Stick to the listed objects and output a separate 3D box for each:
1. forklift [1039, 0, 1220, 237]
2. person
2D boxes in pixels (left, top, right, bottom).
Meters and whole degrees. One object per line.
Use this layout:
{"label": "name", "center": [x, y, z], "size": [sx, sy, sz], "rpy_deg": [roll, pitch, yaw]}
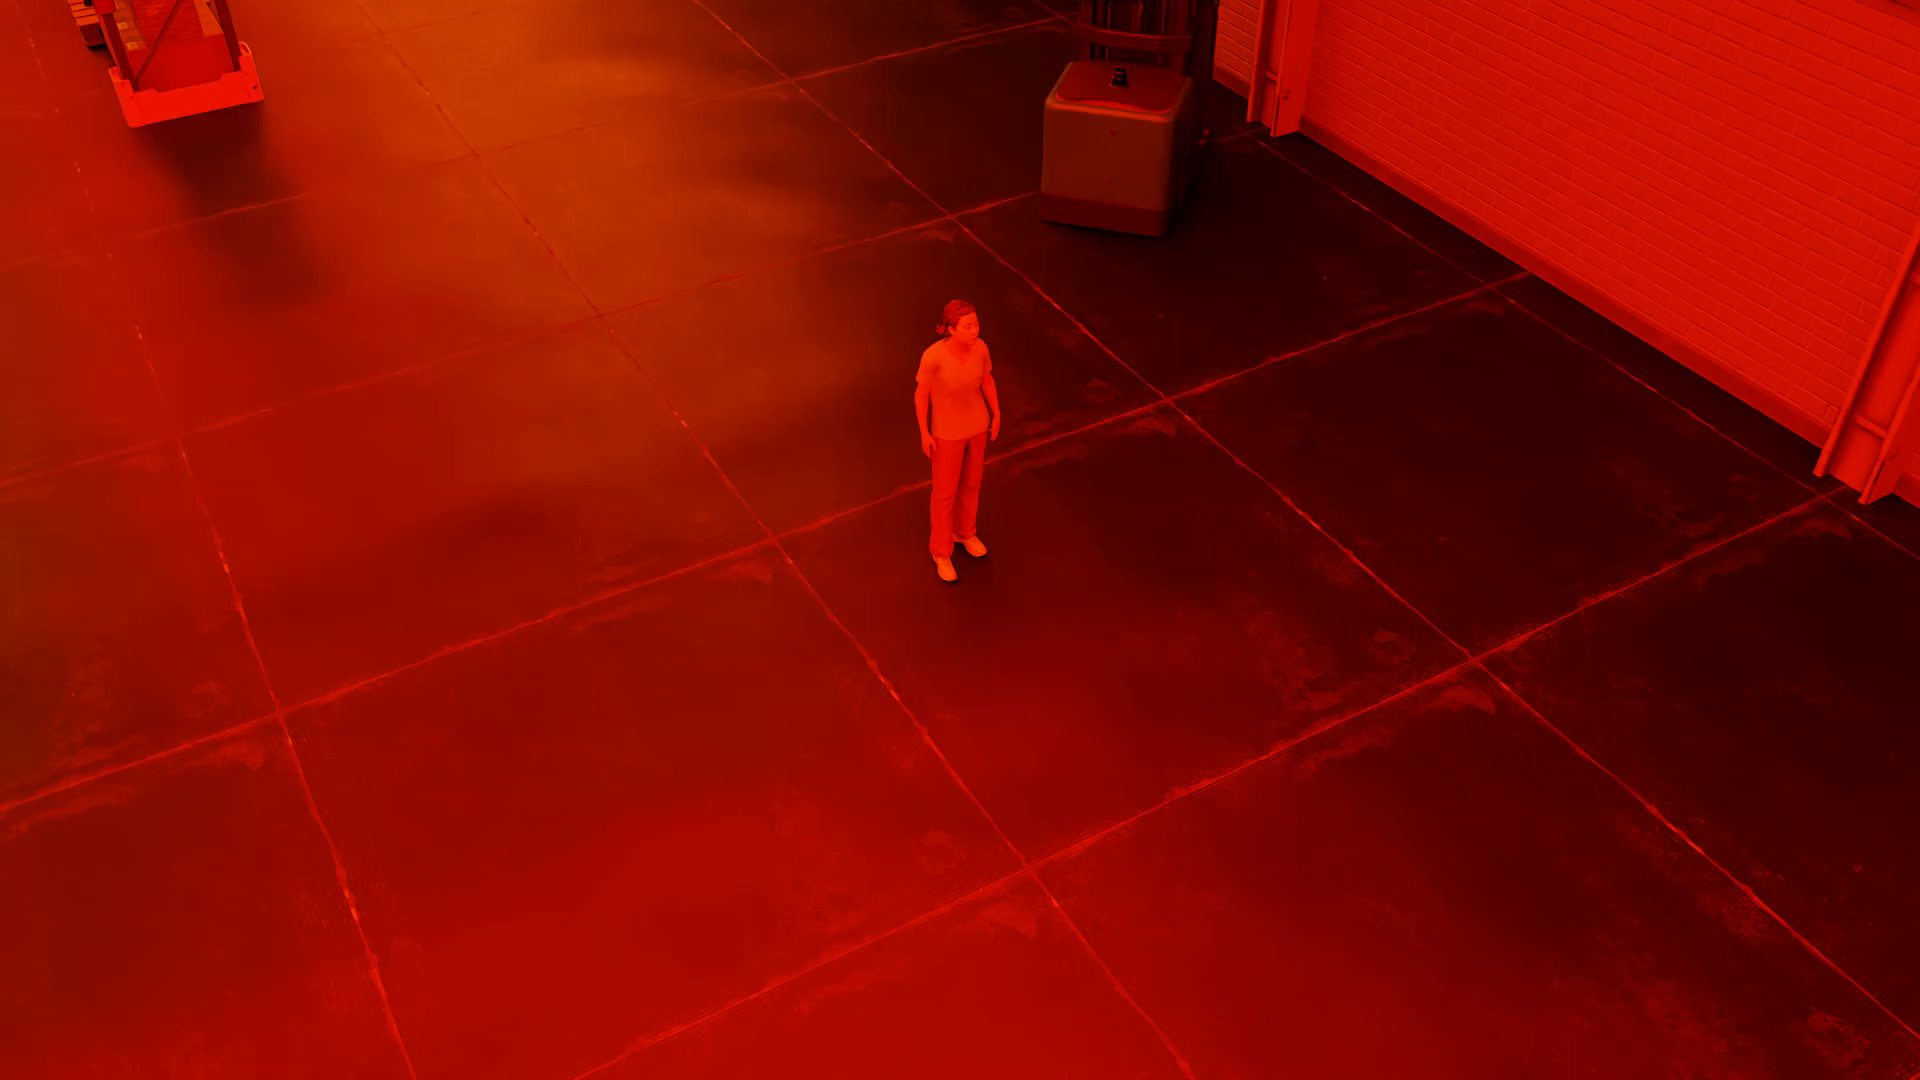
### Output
{"label": "forklift", "center": [1.555, -4.465, 13.420], "size": [1.130, 2.935, 3.031], "rpy_deg": [11, 41, 13]}
{"label": "person", "center": [0.027, -0.606, 9.738], "size": [0.553, 1.673, 0.548], "rpy_deg": [-20, 44, -23]}
